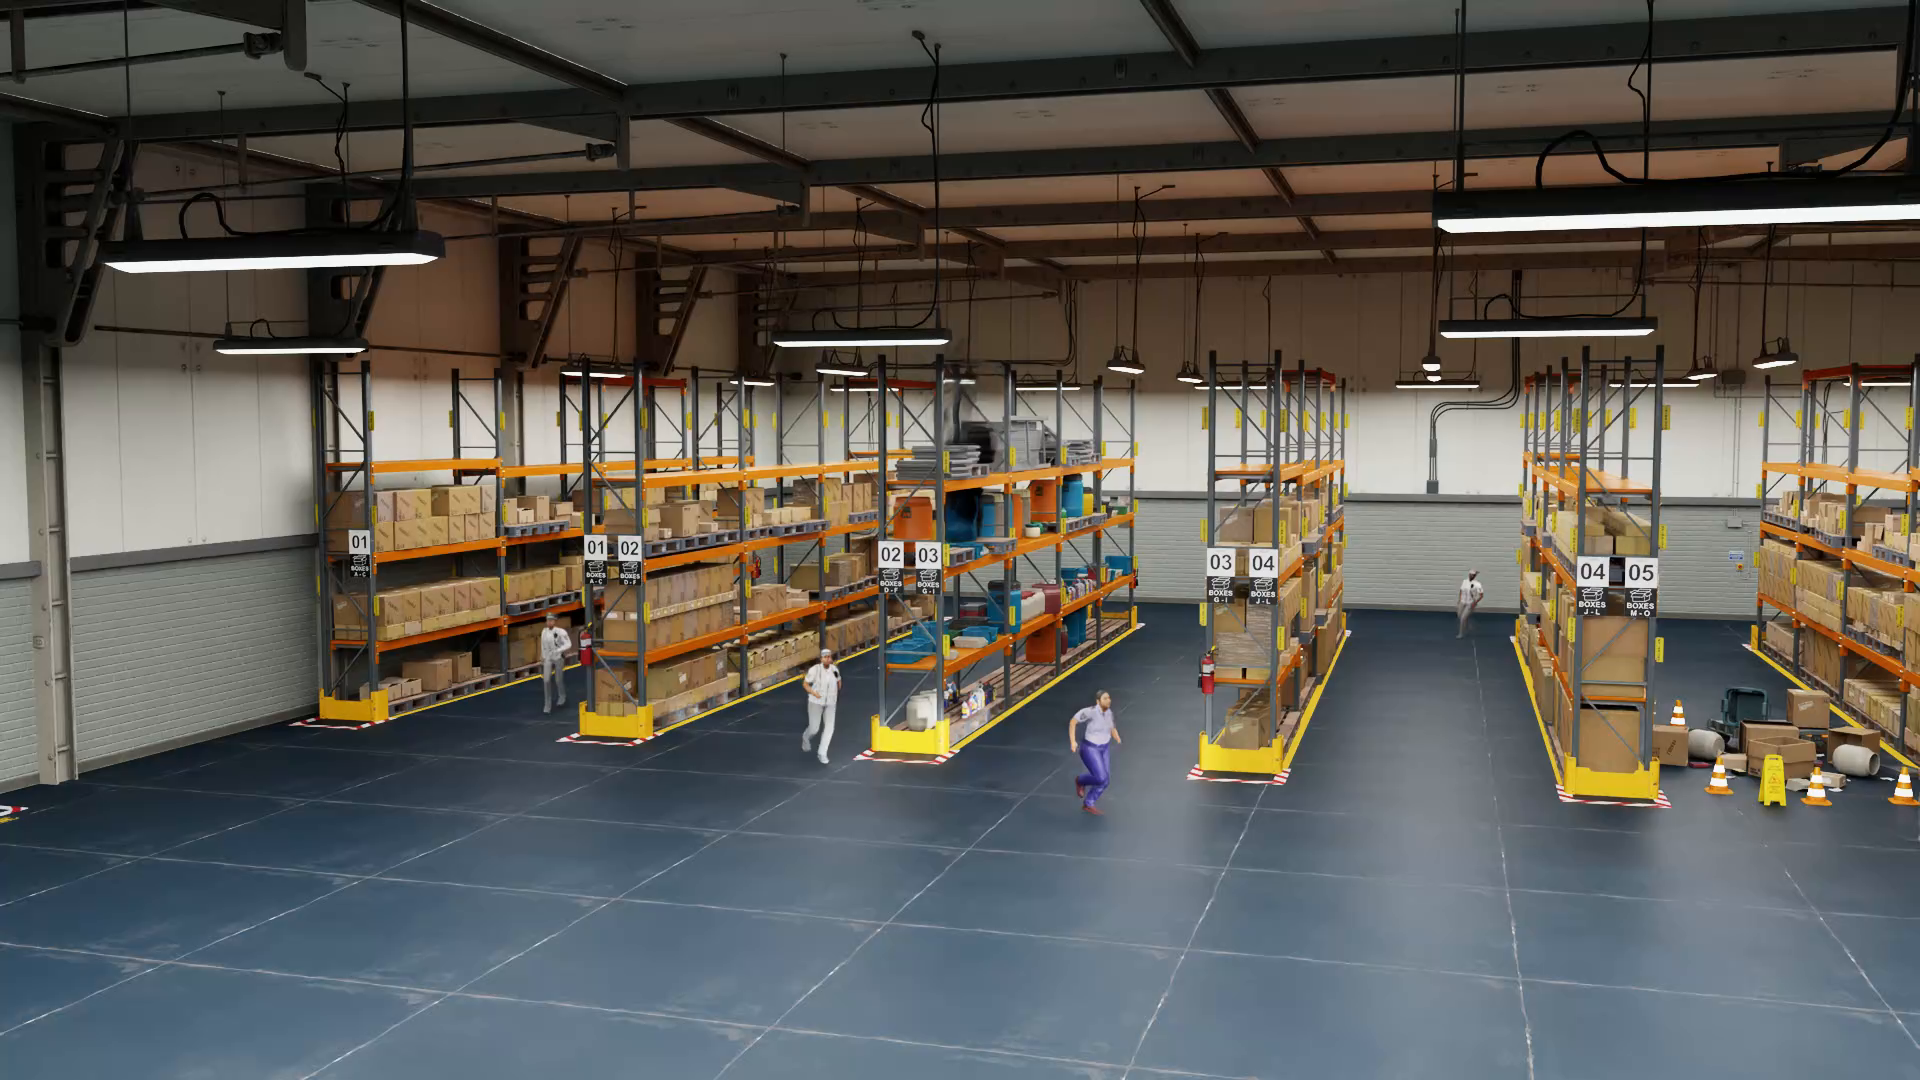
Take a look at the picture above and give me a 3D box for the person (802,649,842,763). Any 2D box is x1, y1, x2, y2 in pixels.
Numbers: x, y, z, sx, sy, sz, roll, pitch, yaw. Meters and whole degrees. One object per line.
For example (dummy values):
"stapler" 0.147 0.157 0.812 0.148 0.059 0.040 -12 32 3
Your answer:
"person" -2.035 2.435 24.698 0.618 1.659 0.751 -2 4 -21

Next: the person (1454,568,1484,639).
"person" 11.724 1.454 38.216 0.585 1.636 0.655 -4 6 -45

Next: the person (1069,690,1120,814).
"person" 1.755 2.707 21.194 0.645 1.600 0.623 -3 5 -39

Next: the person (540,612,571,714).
"person" -7.001 2.100 28.801 0.605 1.745 0.772 0 4 6
